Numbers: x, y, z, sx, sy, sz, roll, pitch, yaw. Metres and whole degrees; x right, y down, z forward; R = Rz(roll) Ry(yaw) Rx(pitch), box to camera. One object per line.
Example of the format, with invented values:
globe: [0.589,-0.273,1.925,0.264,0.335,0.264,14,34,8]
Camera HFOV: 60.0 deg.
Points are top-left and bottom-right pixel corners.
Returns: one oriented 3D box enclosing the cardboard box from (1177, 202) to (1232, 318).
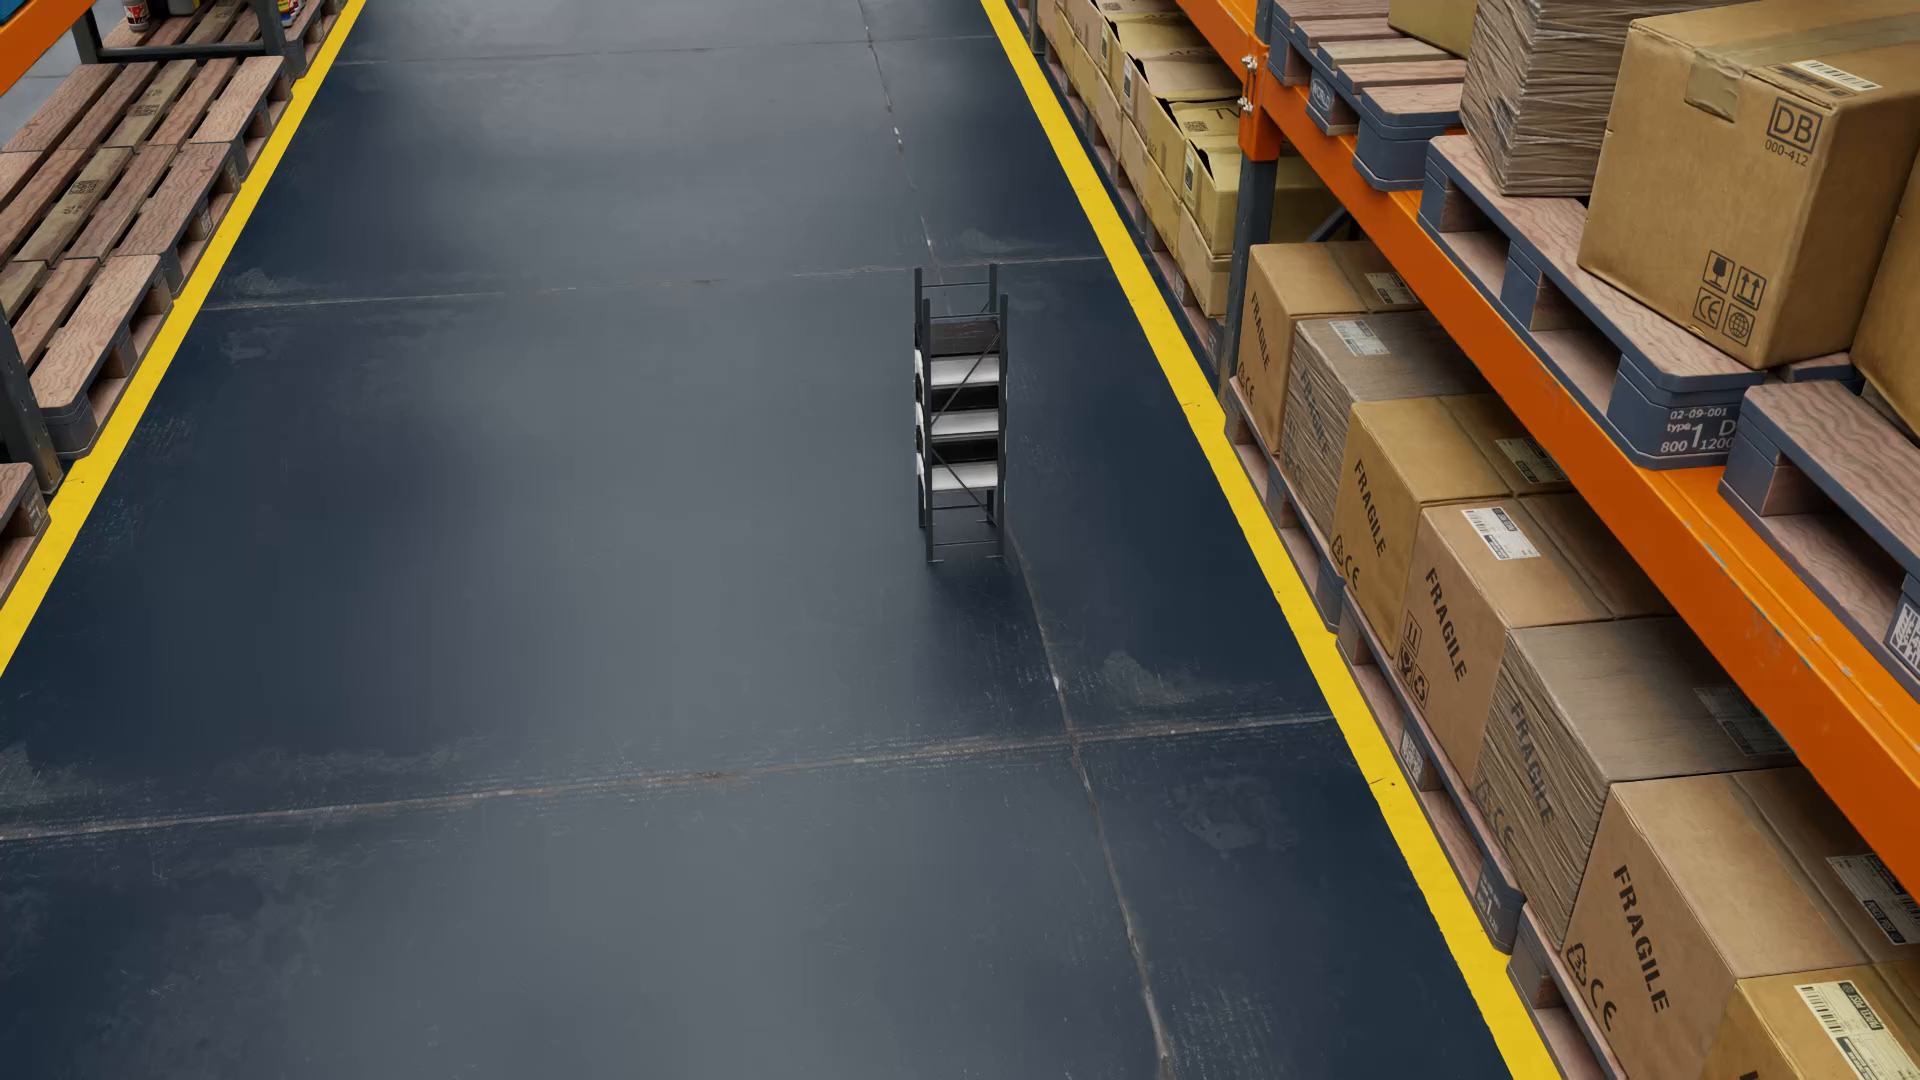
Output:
cardboard box: [1.118,-1.063,6.214,0.500,0.250,0.500,-4,34,-5]

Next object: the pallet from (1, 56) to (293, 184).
pallet: [-3.872,-2.022,8.029,1.003,0.211,1.213,-4,35,-6]

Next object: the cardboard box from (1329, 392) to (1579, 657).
cardboard box: [1.347,-0.051,4.491,0.500,0.500,0.500,-5,35,-7]

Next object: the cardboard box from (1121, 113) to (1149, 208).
cardboard box: [0.980,-1.631,7.048,0.500,0.250,0.500,-4,34,-5]

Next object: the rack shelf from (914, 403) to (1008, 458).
rack shelf: [0.001,-0.340,5.009,0.258,0.077,0.200,-4,35,-6]

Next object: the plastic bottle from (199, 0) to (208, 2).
plastic bottle: [-4.271,-3.135,9.215,0.152,0.276,0.135,-4,35,-6]

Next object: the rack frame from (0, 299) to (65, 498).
rack frame: [-3.479,-1.377,4.607,1.000,3.000,0.127,-4,35,-6]

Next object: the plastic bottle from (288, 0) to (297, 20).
plastic bottle: [-3.639,-2.902,8.939,0.097,0.201,0.097,0,34,0]

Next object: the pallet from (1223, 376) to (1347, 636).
pallet: [1.493,-0.178,5.324,1.003,0.211,1.213,-4,35,-6]

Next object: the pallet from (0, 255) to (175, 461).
pallet: [-3.544,-0.660,6.031,1.003,0.211,1.213,-4,35,-6]

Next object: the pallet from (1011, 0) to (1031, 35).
pallet: [0.827,-3.277,9.871,1.003,0.211,1.213,-4,35,-6]

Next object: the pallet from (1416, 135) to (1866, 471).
pallet: [1.696,-0.586,3.617,1.003,0.211,1.213,-4,35,-6]

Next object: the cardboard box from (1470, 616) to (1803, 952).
cardboard box: [1.493,0.523,3.648,0.500,0.500,0.500,-4,34,-6]

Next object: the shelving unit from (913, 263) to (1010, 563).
shelving unit: [0.001,-0.367,4.990,0.258,0.900,0.210,-4,35,-6]

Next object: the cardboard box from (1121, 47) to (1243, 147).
cardboard box: [0.974,-1.864,6.893,0.500,0.311,0.500,-5,35,-7]

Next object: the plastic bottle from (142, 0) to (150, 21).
plastic bottle: [-4.408,-2.912,8.881,0.061,0.283,0.133,-3,34,-4]

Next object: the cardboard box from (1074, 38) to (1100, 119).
cardboard box: [0.841,-2.201,7.886,0.500,0.250,0.500,-5,35,-8]

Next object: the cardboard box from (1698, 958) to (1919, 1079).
cardboard box: [1.618,1.080,2.831,0.500,0.500,0.500,-5,35,-7]

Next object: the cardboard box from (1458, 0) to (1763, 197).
cardboard box: [1.560,-1.097,3.735,0.700,0.500,0.500,2,34,3]

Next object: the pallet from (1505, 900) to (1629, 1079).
pallet: [1.821,1.183,3.326,1.003,0.211,1.213,-4,35,-6]

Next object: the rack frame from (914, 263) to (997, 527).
rack frame: [-0.013,-0.424,5.073,0.240,0.900,0.006,-4,35,-6]

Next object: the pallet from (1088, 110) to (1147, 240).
pallet: [1.197,-1.739,7.615,1.003,0.211,1.213,-4,35,-6]

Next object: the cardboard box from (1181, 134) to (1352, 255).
cardboard box: [1.116,-1.293,6.054,0.500,0.311,0.500,-3,34,-5]

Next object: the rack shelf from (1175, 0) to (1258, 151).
rack shelf: [1.161,-2.569,6.995,1.077,0.370,4.000,-4,35,-6]

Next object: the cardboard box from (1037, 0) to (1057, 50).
cardboard box: [0.701,-2.776,8.728,0.500,0.250,0.500,-5,35,-8]

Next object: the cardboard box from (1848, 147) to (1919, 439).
cardboard box: [1.971,-0.393,2.701,0.700,0.500,0.500,1,34,1]

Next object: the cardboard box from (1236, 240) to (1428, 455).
cardboard box: [1.208,-0.623,5.330,0.500,0.500,0.500,-3,34,-4]

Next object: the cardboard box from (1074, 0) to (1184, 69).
cardboard box: [0.834,-2.433,7.728,0.500,0.311,0.500,-5,35,-8]

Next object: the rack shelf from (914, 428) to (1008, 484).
rack shelf: [0.001,-0.265,5.059,0.258,0.077,0.200,-4,35,-6]

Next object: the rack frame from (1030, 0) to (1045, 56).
rack frame: [0.892,-3.982,8.430,1.000,3.000,0.127,-4,35,-6]

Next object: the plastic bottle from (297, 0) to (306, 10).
plastic bottle: [-3.696,-3.055,9.097,0.152,0.276,0.135,-3,34,-5]

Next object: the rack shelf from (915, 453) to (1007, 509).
rack shelf: [0.001,-0.191,5.110,0.258,0.077,0.200,-4,35,-6]

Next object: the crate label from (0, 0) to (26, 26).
crate label: [-3.344,-1.967,5.441,0.502,0.435,0.616,-4,35,-6]

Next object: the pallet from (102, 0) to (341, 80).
pallet: [-4.066,-2.835,9.222,1.003,0.211,1.213,-4,35,-6]
